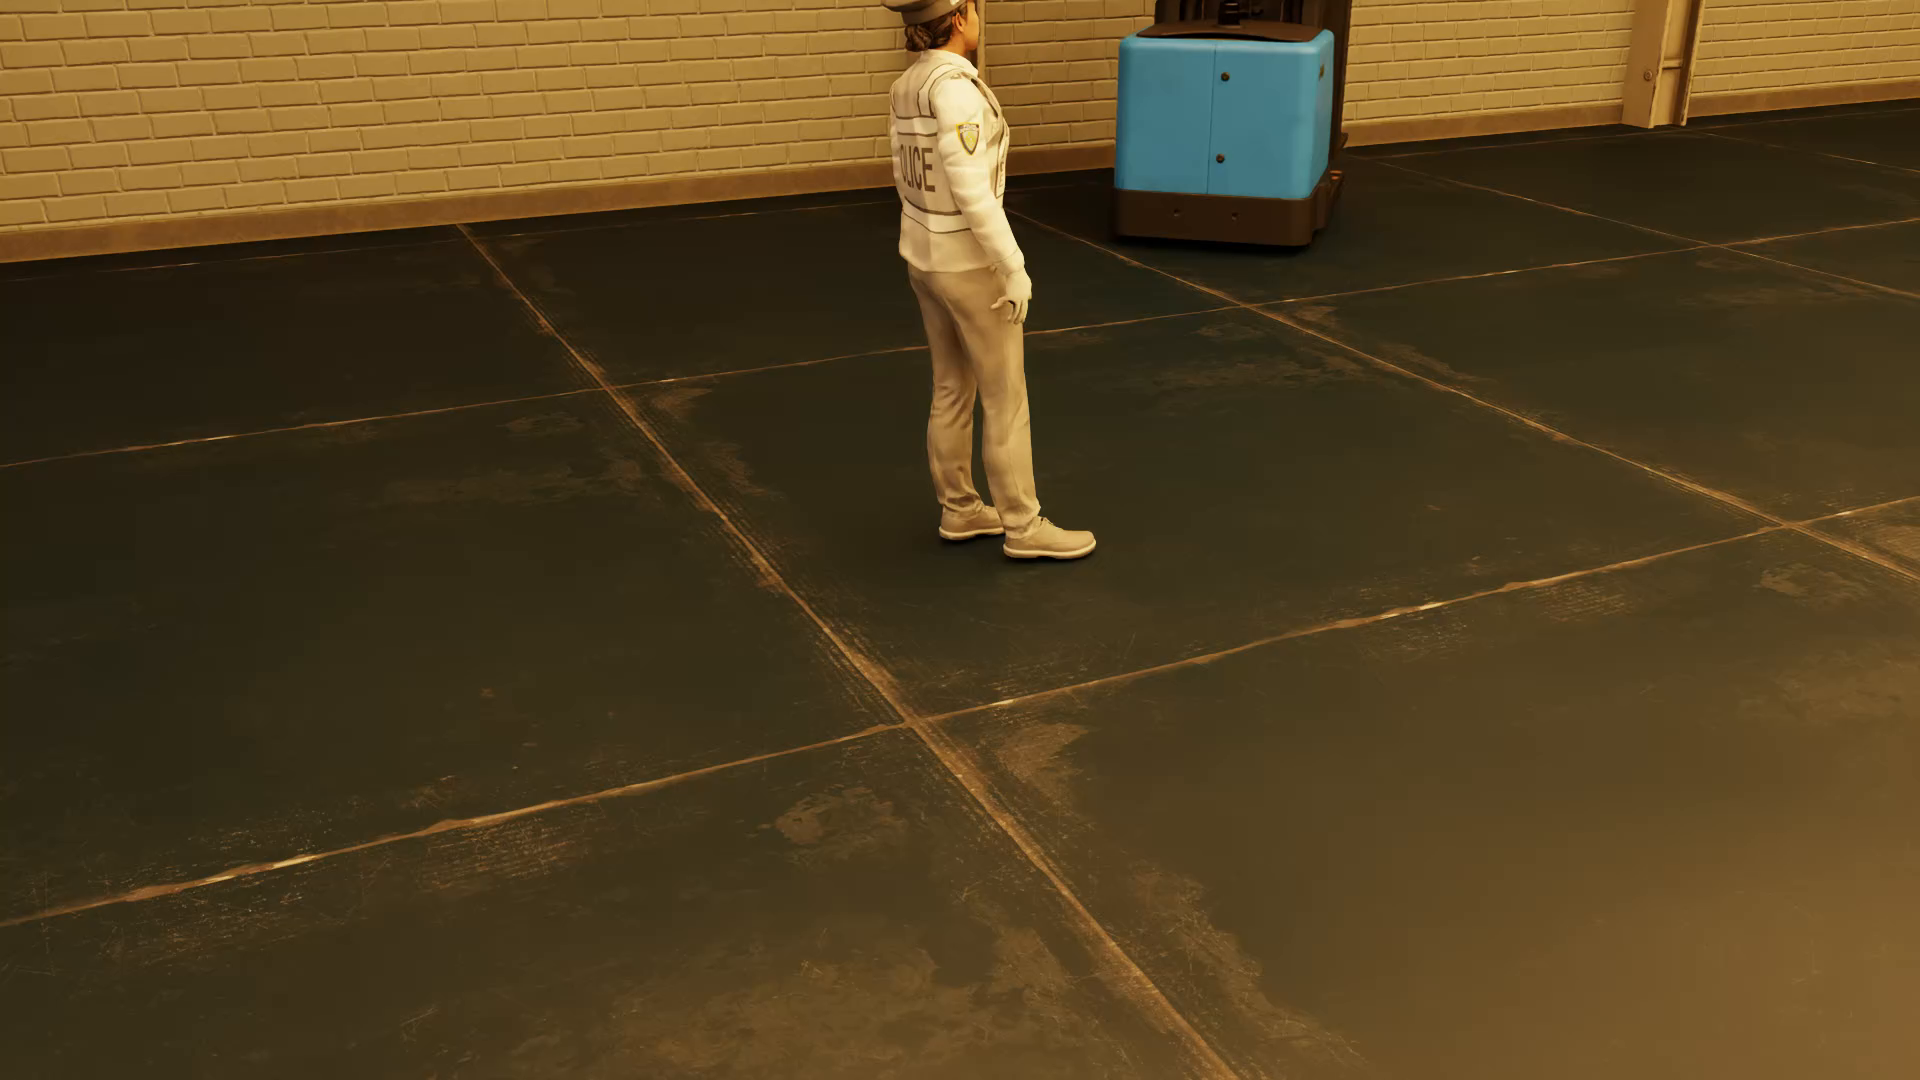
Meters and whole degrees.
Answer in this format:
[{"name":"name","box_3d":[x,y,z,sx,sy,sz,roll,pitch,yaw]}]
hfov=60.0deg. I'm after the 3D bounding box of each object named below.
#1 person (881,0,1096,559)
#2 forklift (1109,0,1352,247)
[{"name":"person","box_3d":[0.066,-0.798,4.800,0.530,1.694,0.586,-10,25,-23]},{"name":"forklift","box_3d":[1.719,-3.403,9.477,1.130,2.935,3.031,7,23,16]}]
